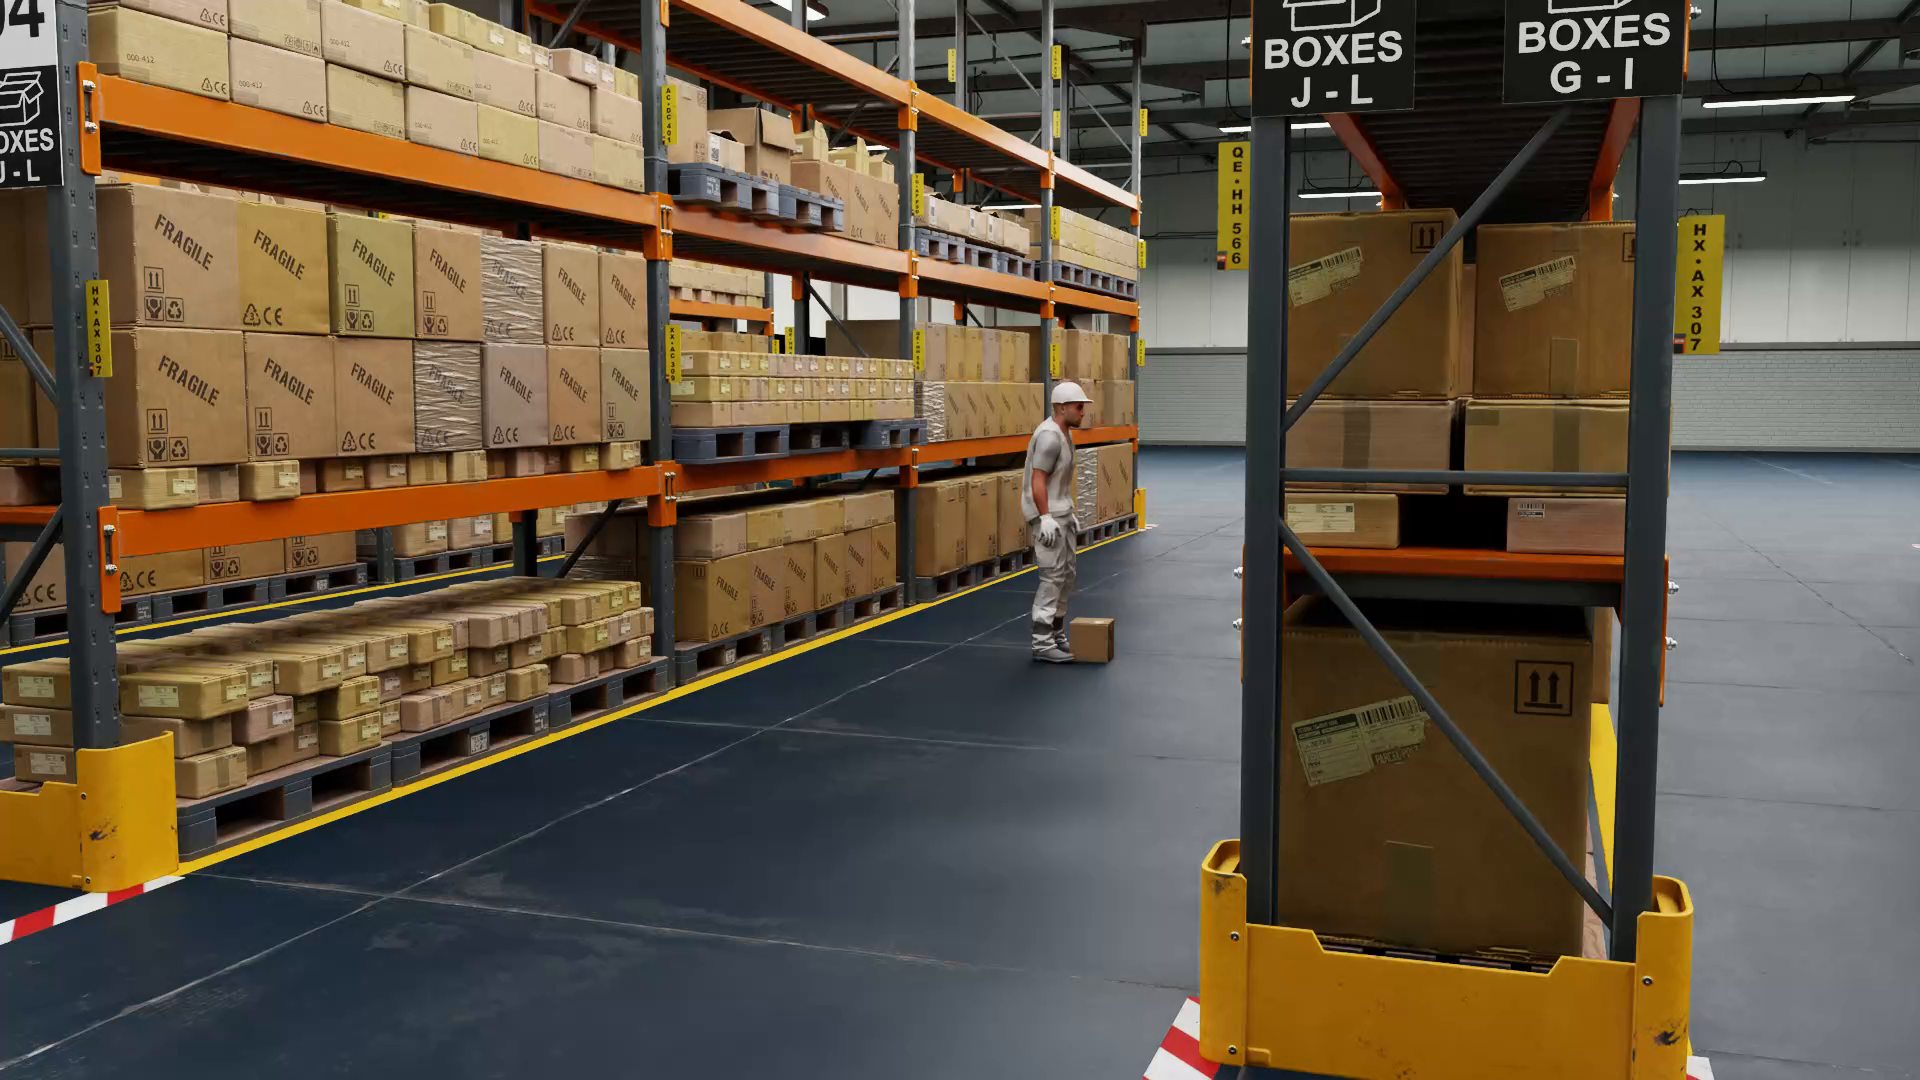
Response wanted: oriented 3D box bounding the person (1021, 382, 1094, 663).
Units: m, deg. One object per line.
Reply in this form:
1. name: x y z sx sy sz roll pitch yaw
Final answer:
1. person: 0.629 -0.122 10.712 0.452 1.778 0.606 2 5 19
